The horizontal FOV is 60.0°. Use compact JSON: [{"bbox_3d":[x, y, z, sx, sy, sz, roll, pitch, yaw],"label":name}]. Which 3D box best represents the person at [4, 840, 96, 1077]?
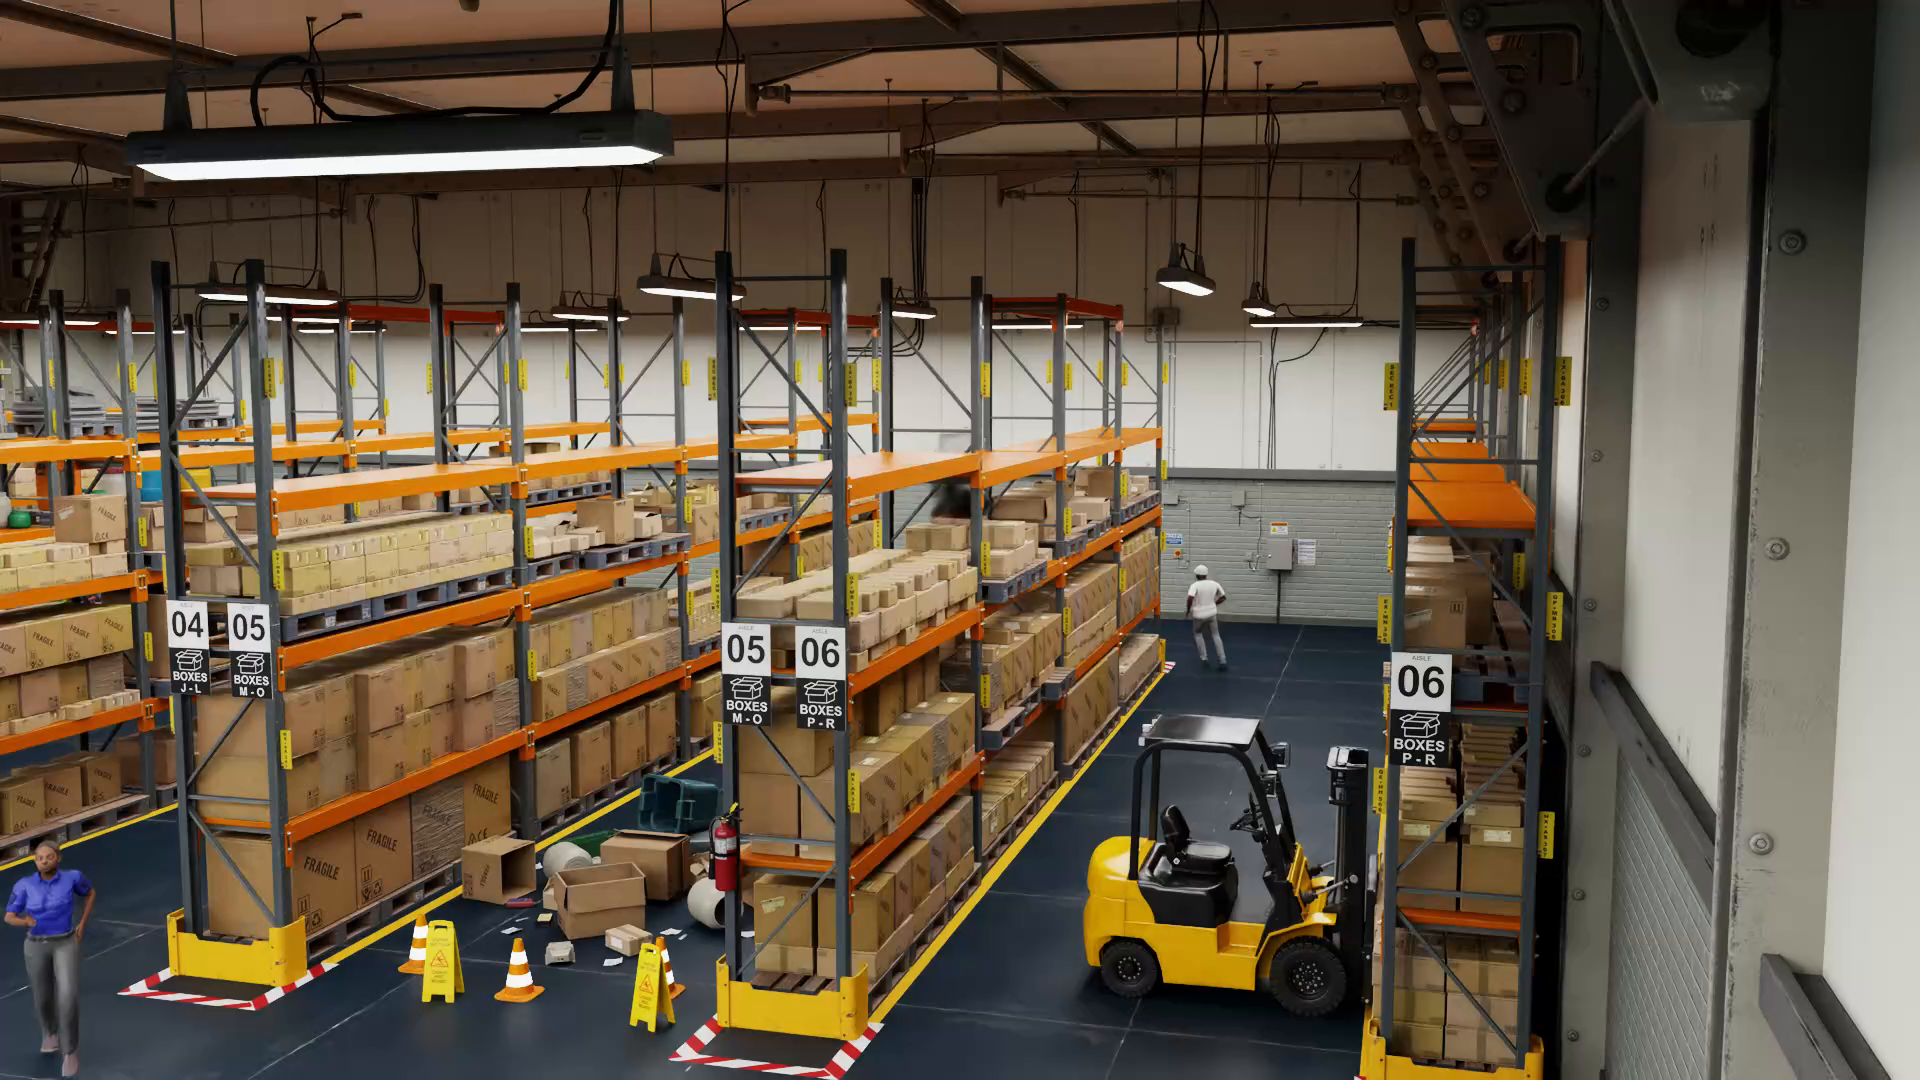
[{"bbox_3d":[-6.690,3.064,12.247,0.577,1.710,0.690,-2,6,-21],"label":"person"}]

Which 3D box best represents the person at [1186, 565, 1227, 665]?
[{"bbox_3d":[4.157,1.315,28.346,0.761,1.784,0.742,-1,6,-11],"label":"person"}]
